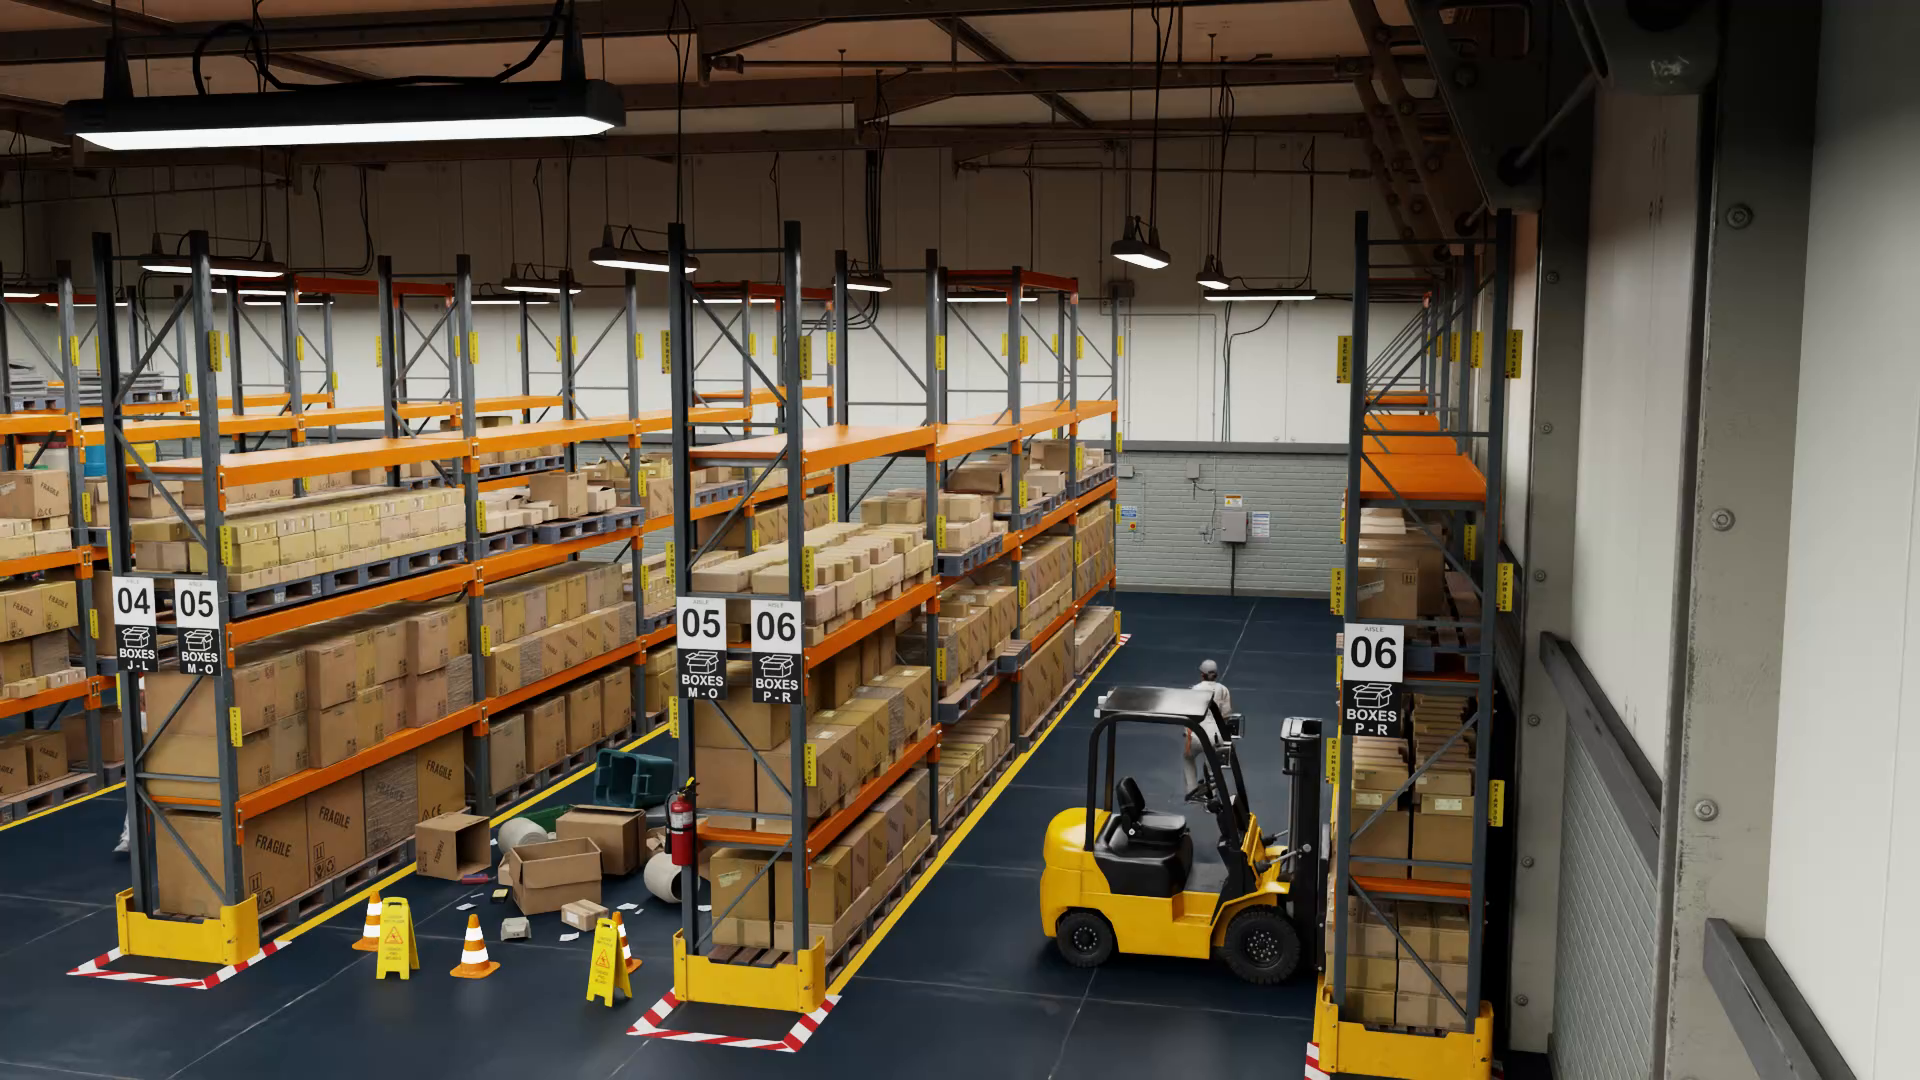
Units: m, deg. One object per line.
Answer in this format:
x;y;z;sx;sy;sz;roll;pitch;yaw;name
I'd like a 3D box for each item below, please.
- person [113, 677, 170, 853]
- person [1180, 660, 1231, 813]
-8.185;2.236;16.800;0.577;1.722;1.065;-2;7;-15;person
2.566;2.046;17.279;0.508;1.600;0.663;0;7;3;person
